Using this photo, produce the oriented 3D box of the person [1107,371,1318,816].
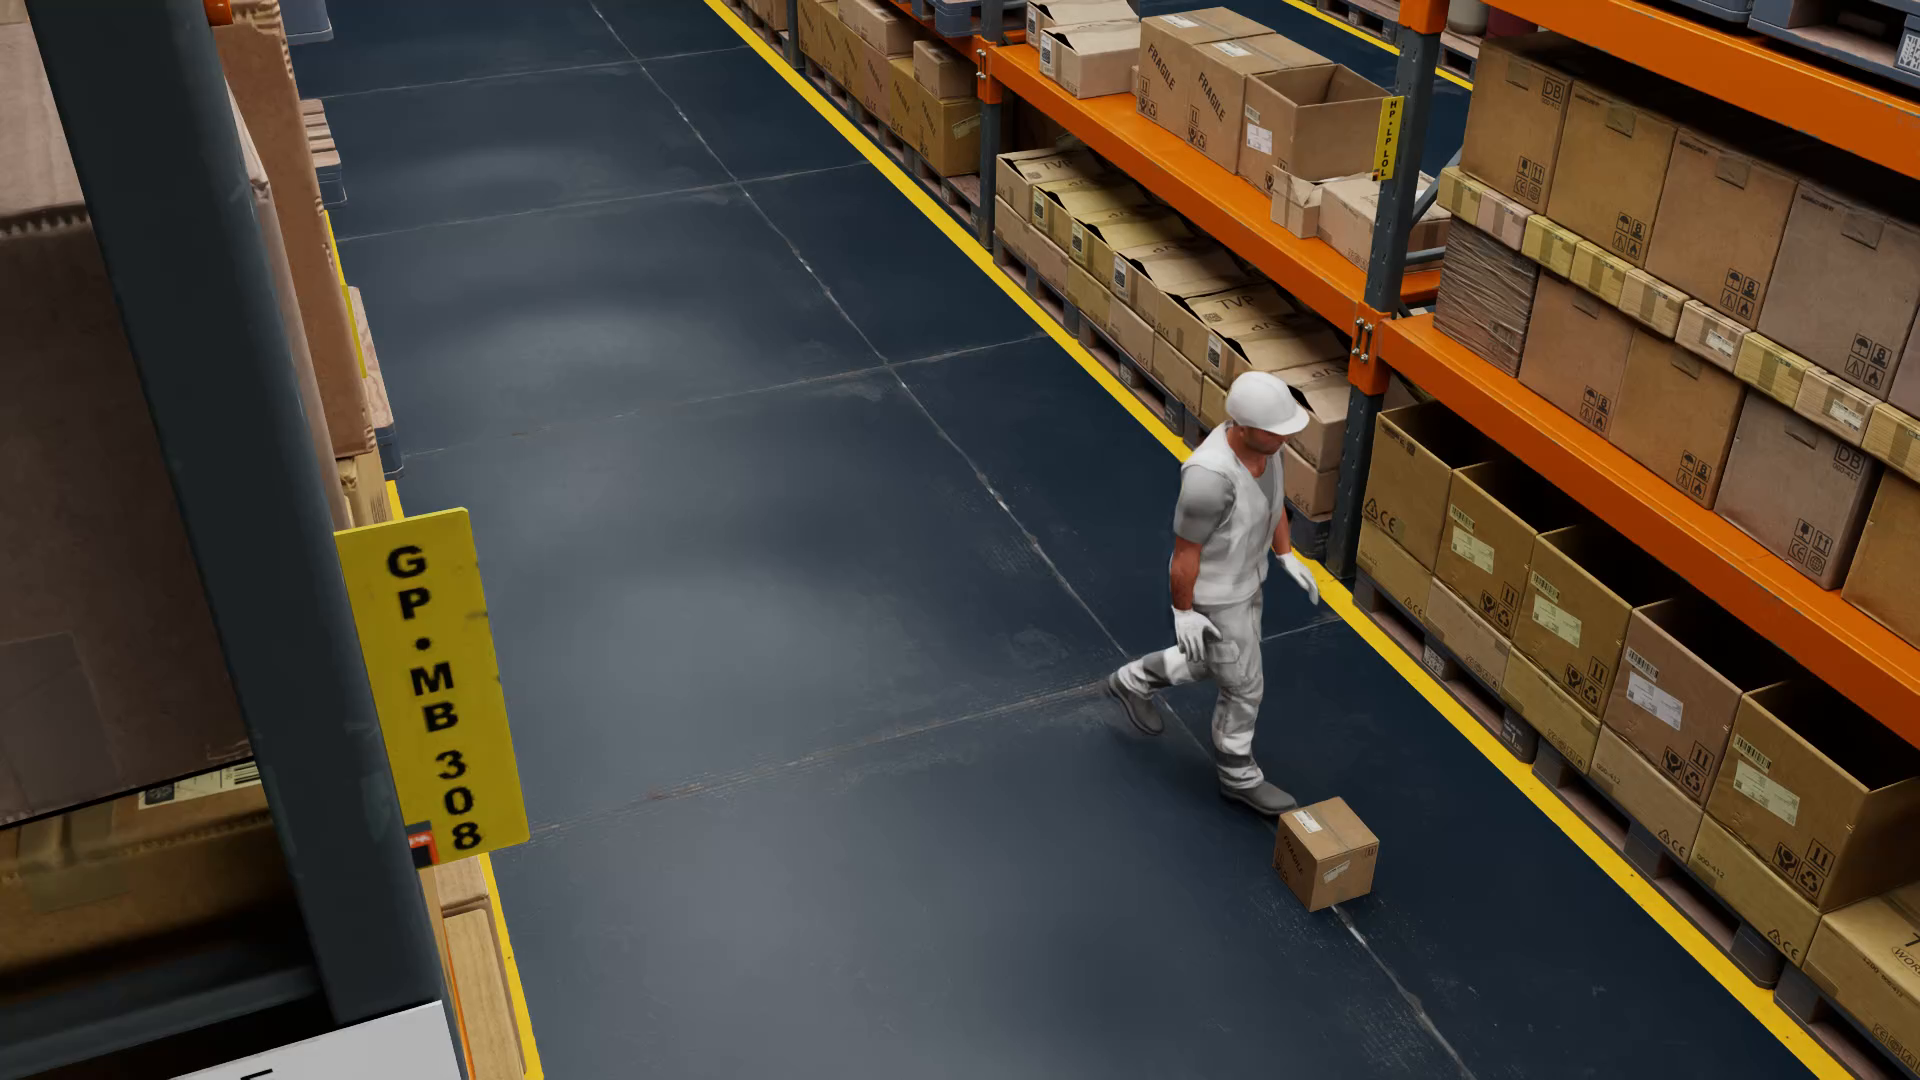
[{"bbox_3d":[0.900,0.157,5.871,0.832,1.760,0.554,17,37,24],"label":"person"}]
